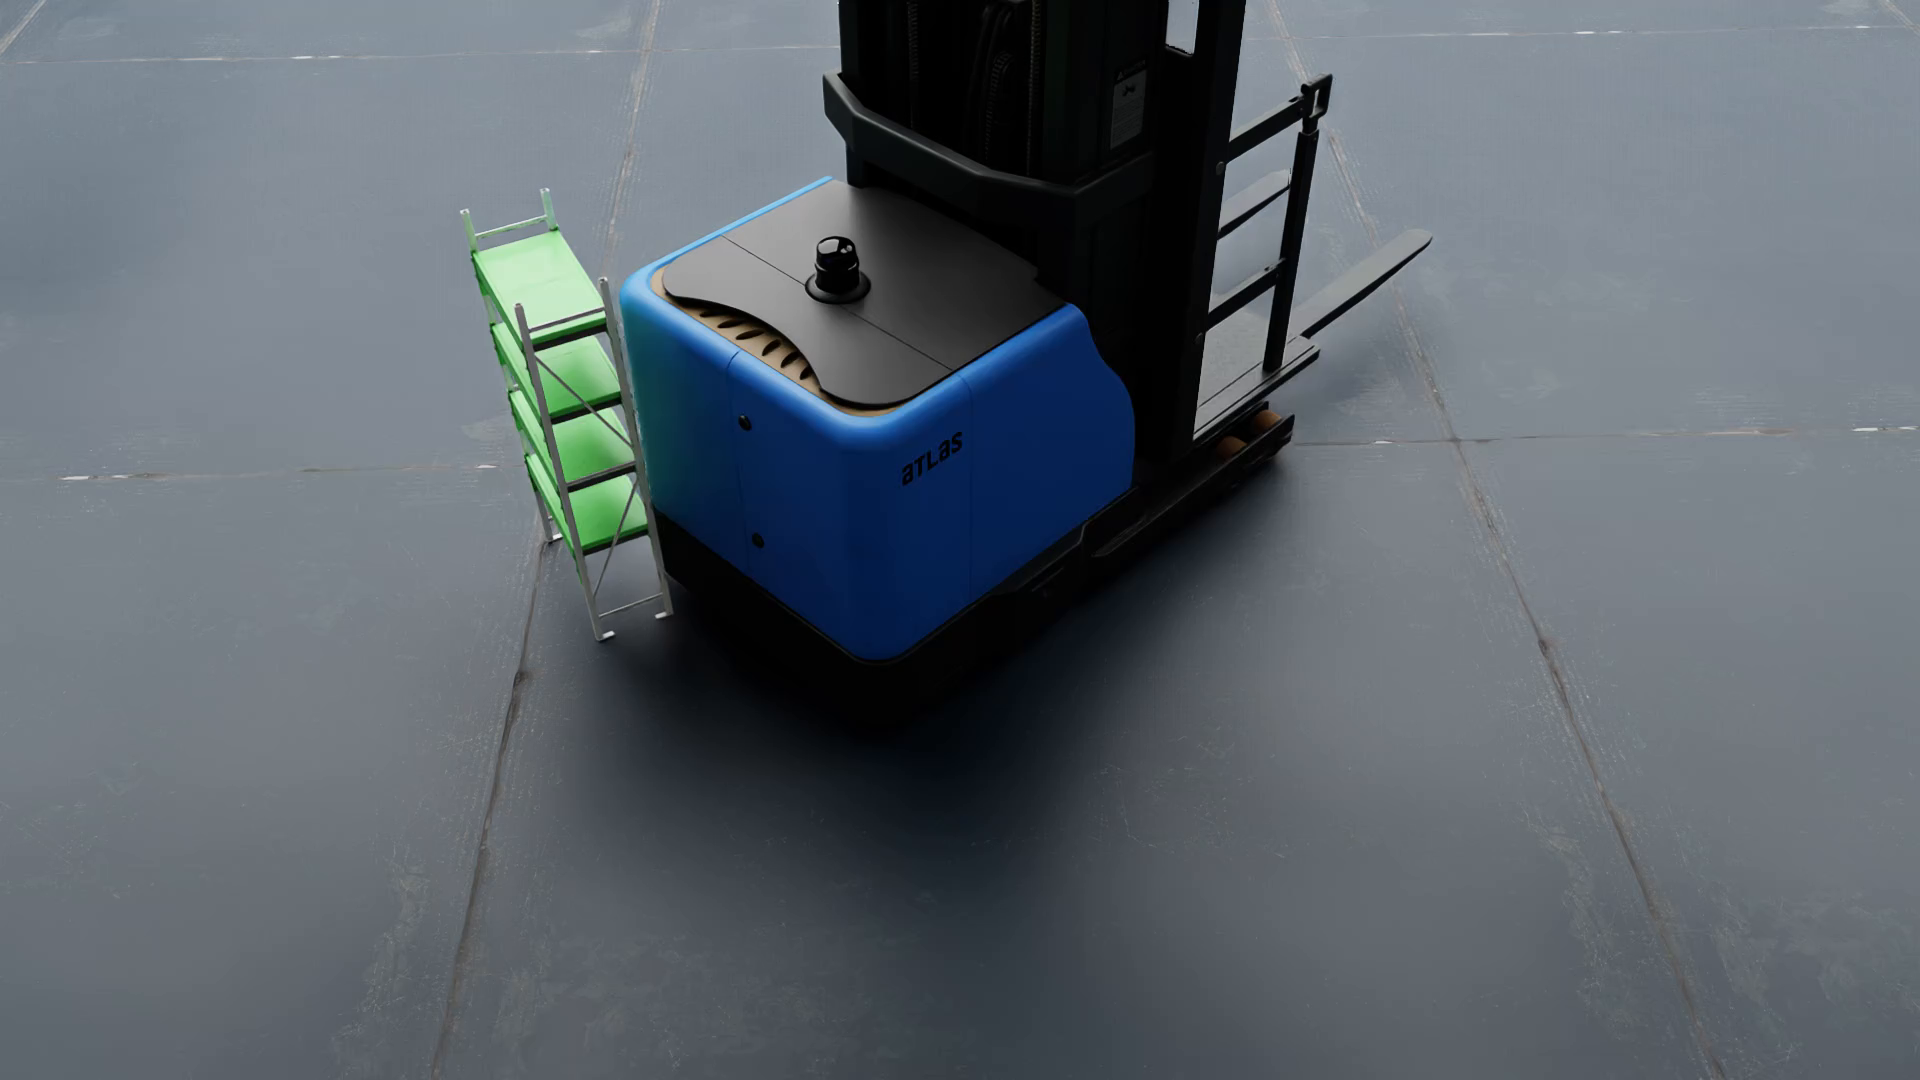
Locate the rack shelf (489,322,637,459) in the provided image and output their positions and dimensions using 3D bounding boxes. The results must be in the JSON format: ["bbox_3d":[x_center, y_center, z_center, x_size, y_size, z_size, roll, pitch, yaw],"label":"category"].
[{"bbox_3d":[-1.099,-0.455,4.593,0.258,0.148,0.480,-20,46,-19],"label":"rack shelf"}]

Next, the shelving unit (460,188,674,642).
[{"bbox_3d":[-1.095,-0.327,4.713,0.258,1.200,0.503,-20,46,-19],"label":"shelving unit"}]

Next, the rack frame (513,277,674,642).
[{"bbox_3d":[-0.983,-0.180,4.554,0.240,1.200,0.015,-20,46,-19],"label":"rack frame"}]

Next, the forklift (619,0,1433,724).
[{"bbox_3d":[0.459,-1.469,4.684,1.130,2.935,3.031,33,52,31],"label":"forklift"}]

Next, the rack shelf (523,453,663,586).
[{"bbox_3d":[-1.089,-0.105,4.921,0.258,0.148,0.480,-20,46,-19],"label":"rack shelf"}]

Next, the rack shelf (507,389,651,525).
[{"bbox_3d":[-1.094,-0.280,4.757,0.258,0.148,0.480,-20,46,-19],"label":"rack shelf"}]

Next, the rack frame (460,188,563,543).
[{"bbox_3d":[-1.208,-0.473,4.873,0.240,1.200,0.015,-20,46,-19],"label":"rack frame"}]

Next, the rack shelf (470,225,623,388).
[{"bbox_3d":[-1.104,-0.630,4.429,0.258,0.148,0.480,-20,46,-19],"label":"rack shelf"}]
